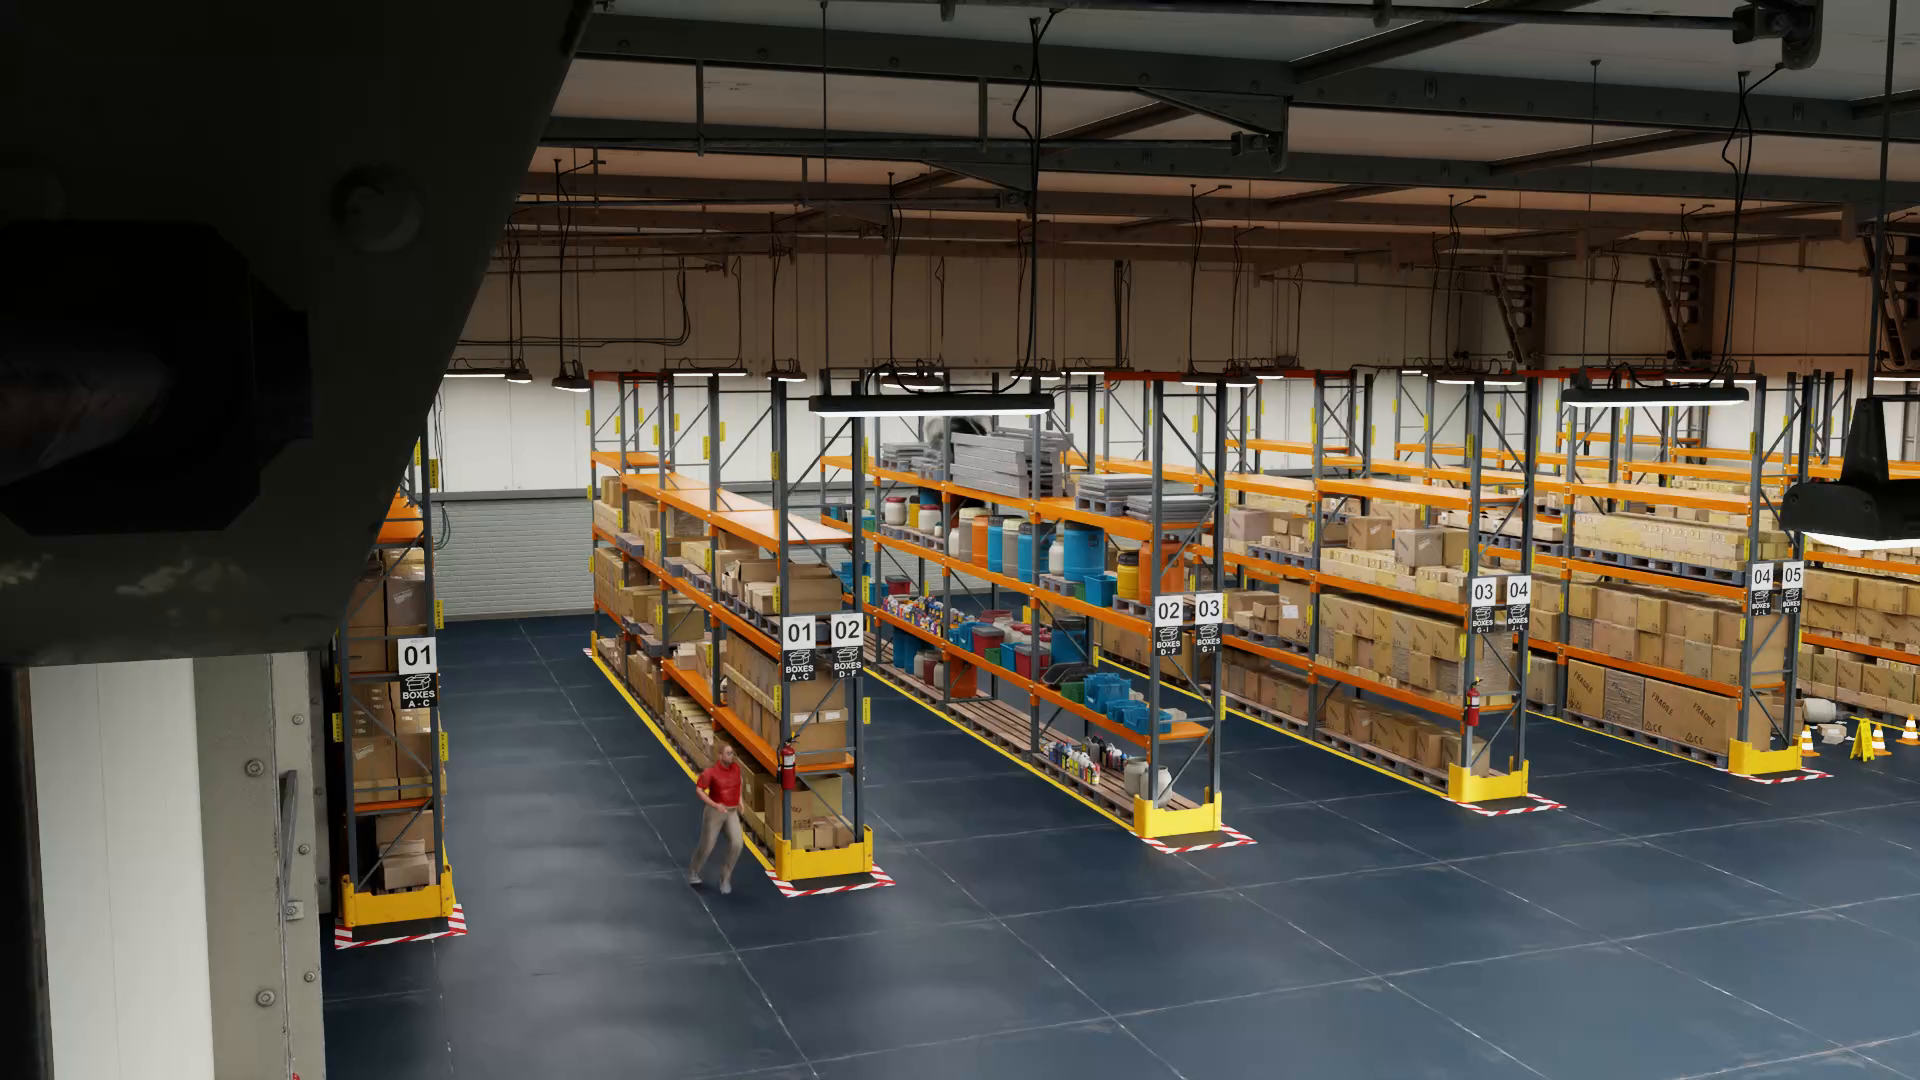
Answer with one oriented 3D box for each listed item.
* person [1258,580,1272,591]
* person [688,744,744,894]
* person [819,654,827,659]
[{"bbox_3d":[7.622,0.947,41.213,0.567,1.605,0.647,4,8,34],"label":"person"},{"bbox_3d":[-2.840,3.302,19.818,0.733,1.764,0.692,-5,8,-39],"label":"person"},{"bbox_3d":[-2.492,2.374,28.257,0.582,1.660,0.578,-4,7,-29],"label":"person"}]
